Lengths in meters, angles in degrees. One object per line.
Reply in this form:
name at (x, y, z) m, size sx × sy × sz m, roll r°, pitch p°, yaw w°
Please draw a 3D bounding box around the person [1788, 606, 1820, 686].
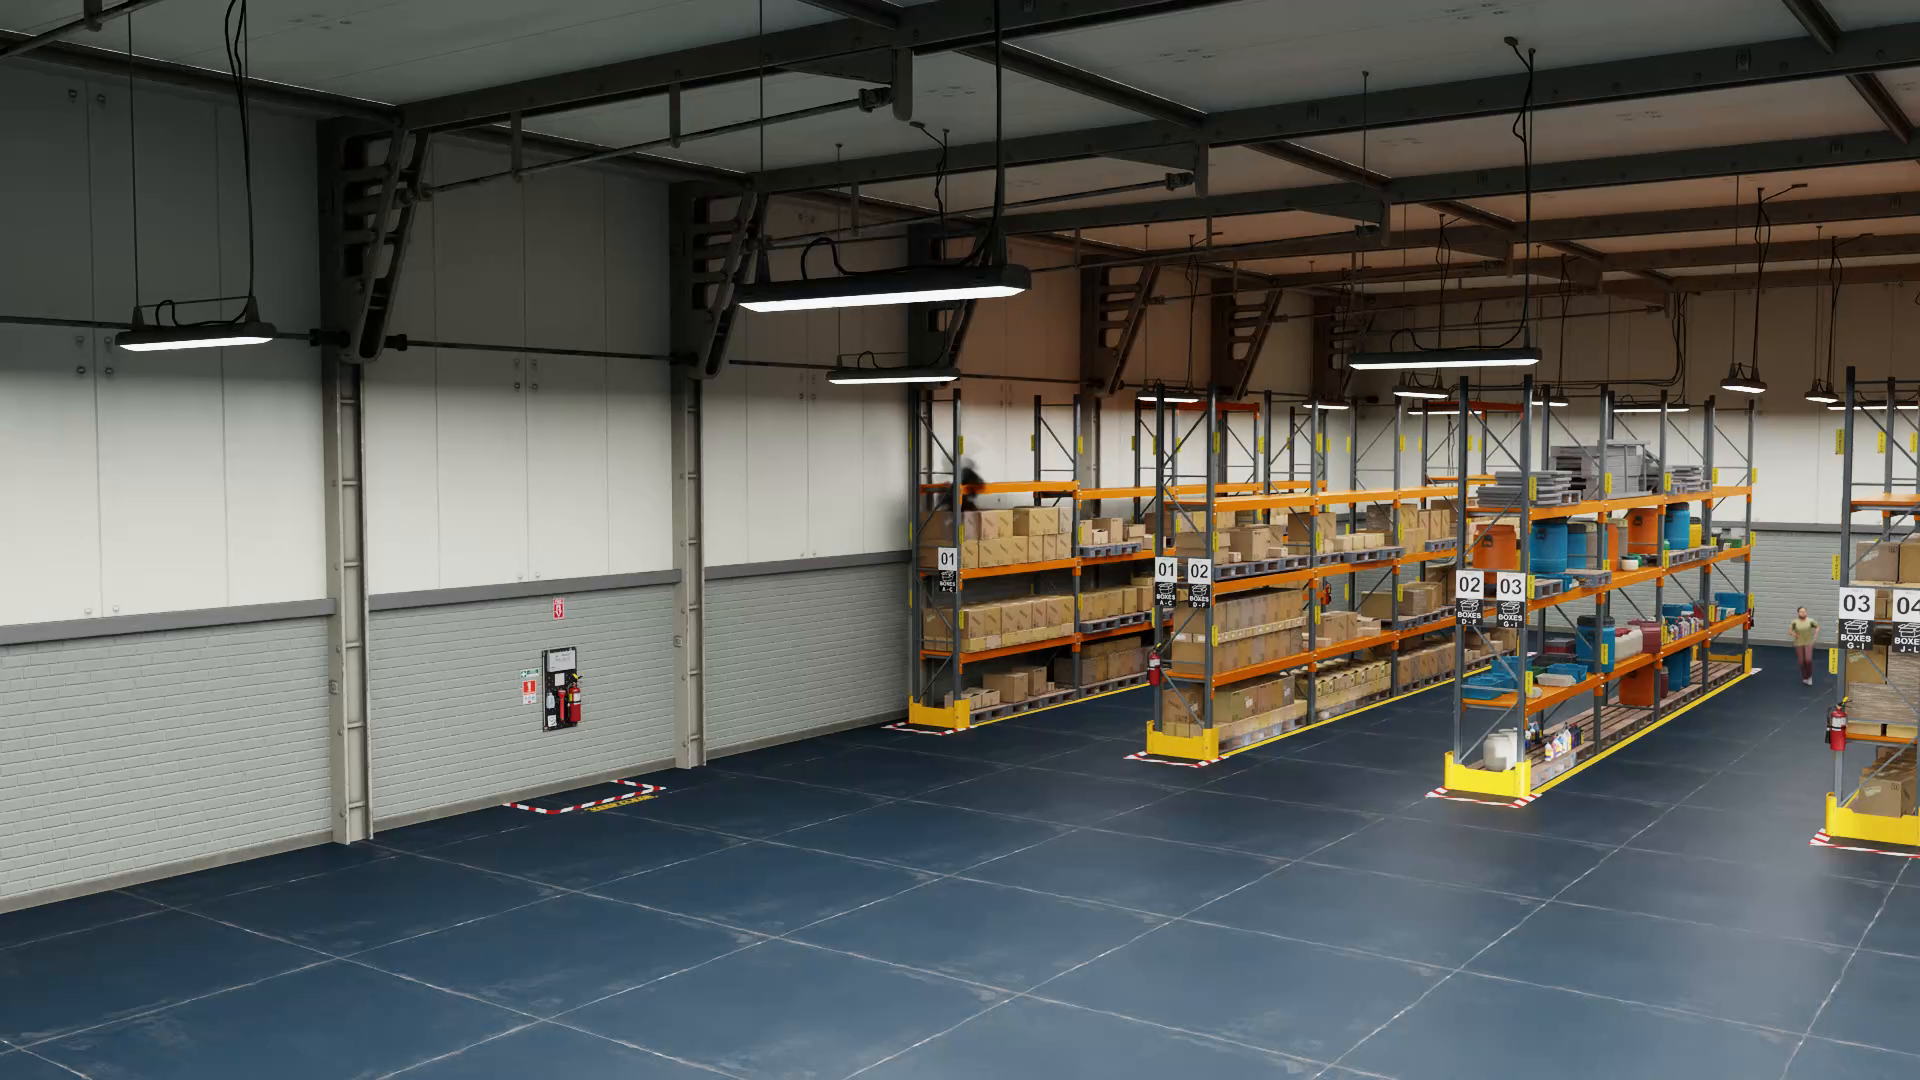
person at (17.567, 2.203, 34.643) m, size 0.577 × 1.650 × 0.618 m, roll 2°, pitch 4°, yaw 30°
